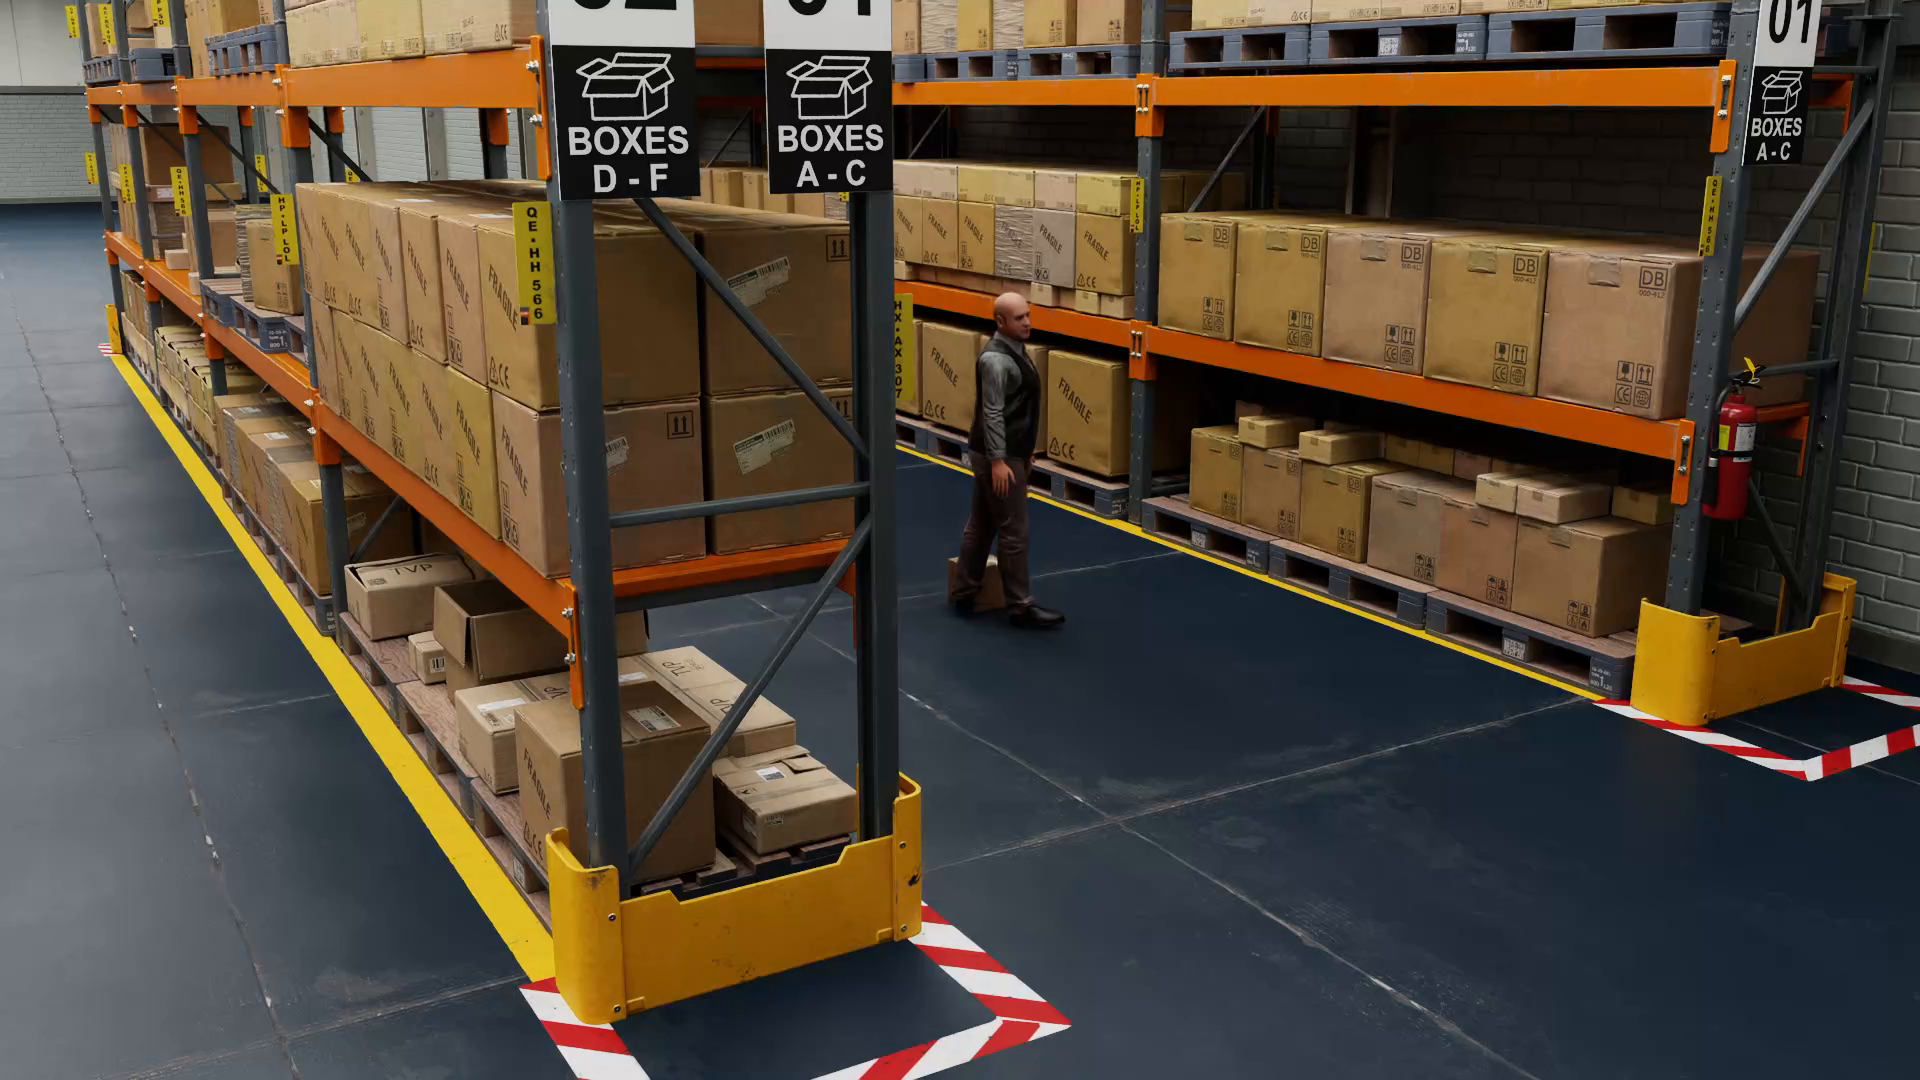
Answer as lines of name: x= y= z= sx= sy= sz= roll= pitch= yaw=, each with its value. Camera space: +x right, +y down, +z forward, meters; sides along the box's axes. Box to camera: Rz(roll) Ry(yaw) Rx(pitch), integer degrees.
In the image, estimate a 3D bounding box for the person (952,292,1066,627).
person: x=0.255 y=-0.421 z=8.614 sx=0.609 sy=1.721 sz=0.585 roll=1 pitch=15 yaw=3
